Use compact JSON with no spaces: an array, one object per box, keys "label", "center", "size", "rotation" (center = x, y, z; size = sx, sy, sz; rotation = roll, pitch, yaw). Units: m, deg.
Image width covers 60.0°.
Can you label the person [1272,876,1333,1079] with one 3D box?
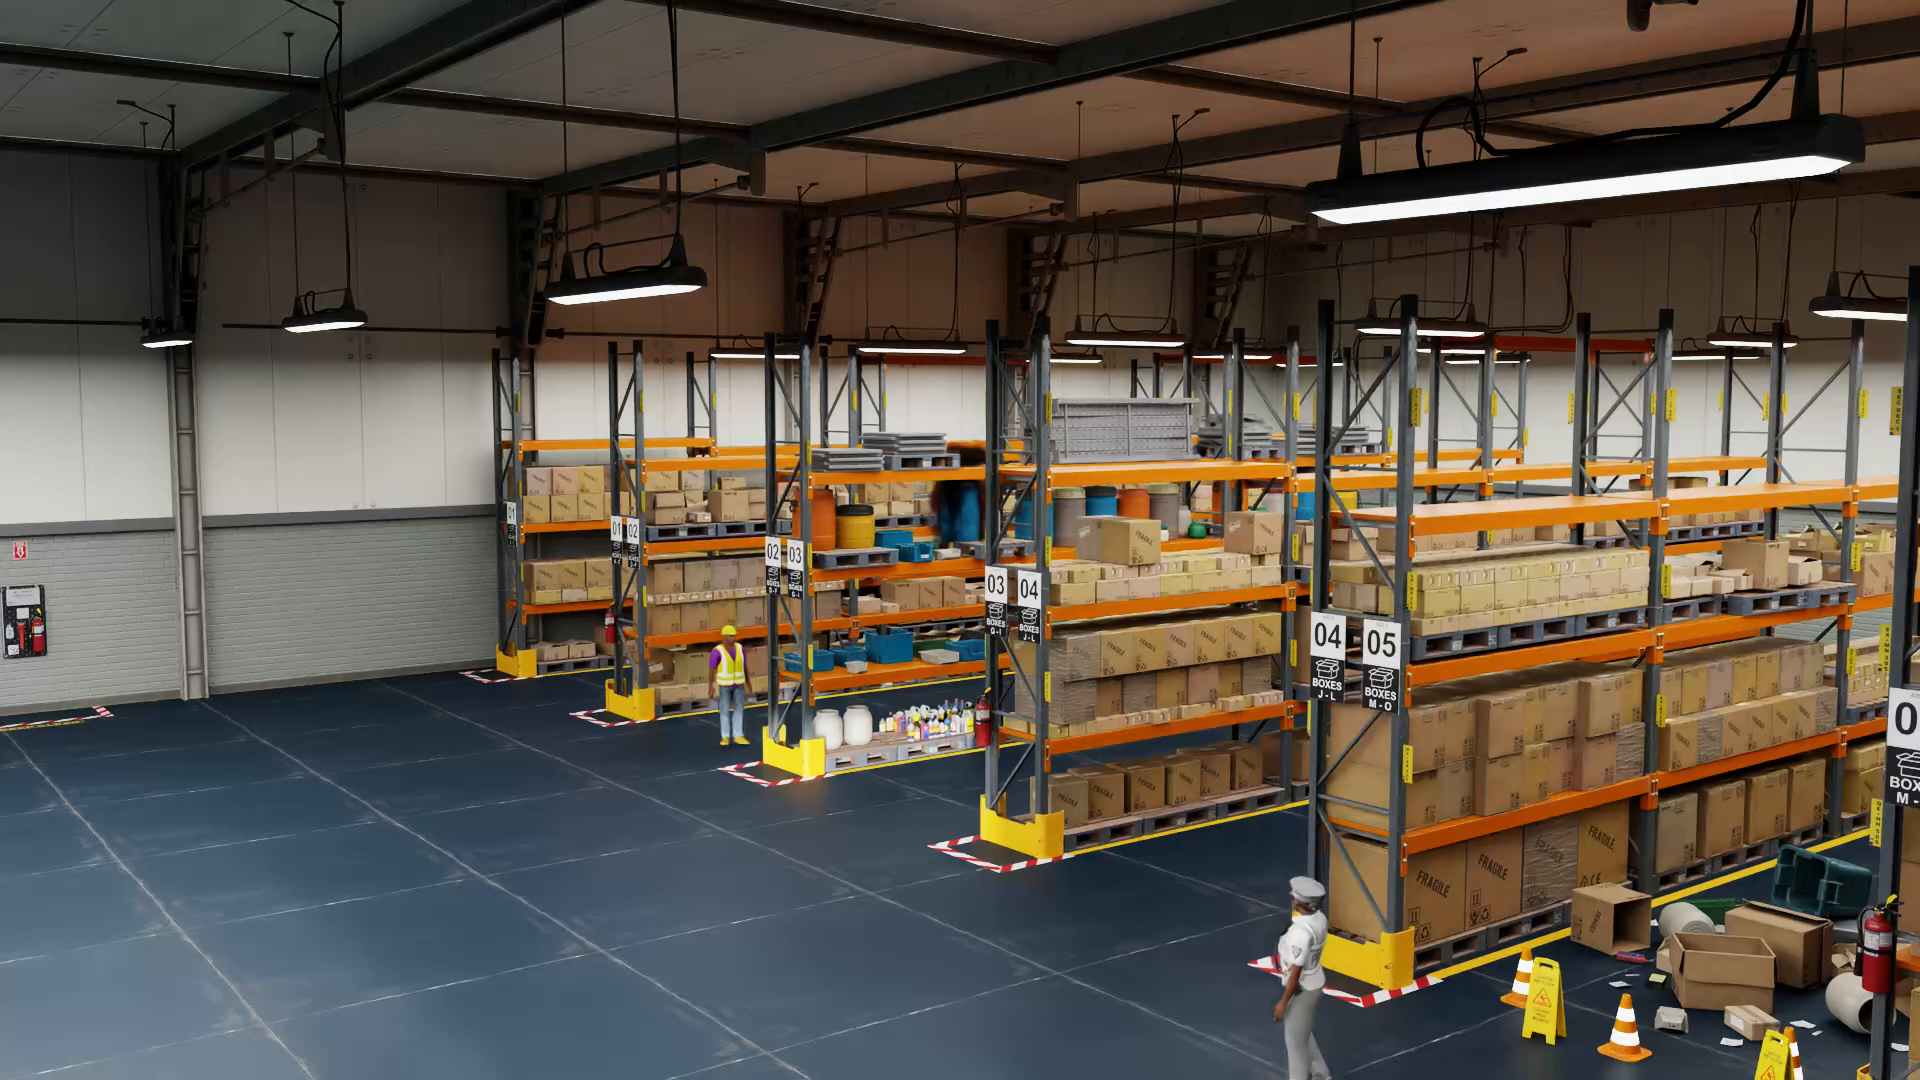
[{"label":"person","center":[2.485,3.267,12.066],"size":[0.427,1.691,0.558],"rotation":[2,5,19]}]

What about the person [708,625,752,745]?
[{"label":"person","center":[-3.364,2.127,24.370],"size":[0.667,1.768,0.377],"rotation":[-3,6,-29]}]
